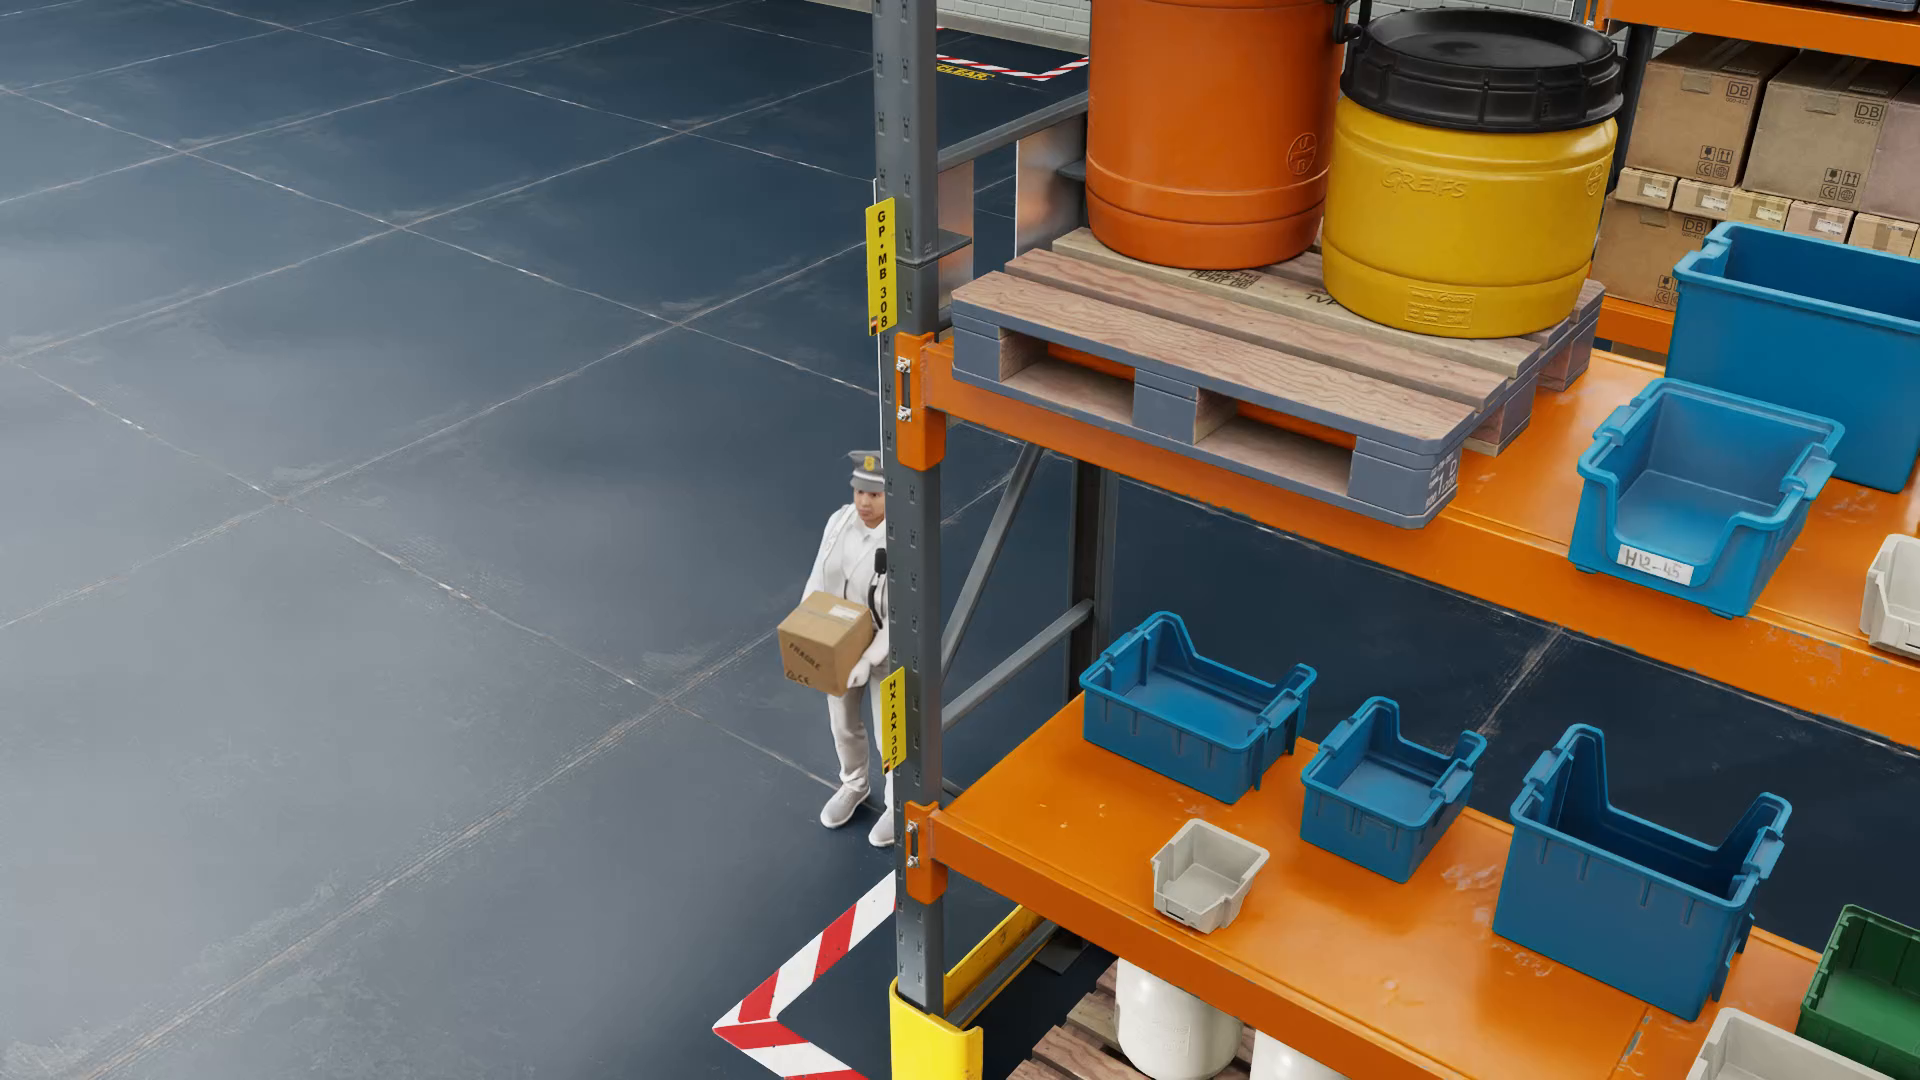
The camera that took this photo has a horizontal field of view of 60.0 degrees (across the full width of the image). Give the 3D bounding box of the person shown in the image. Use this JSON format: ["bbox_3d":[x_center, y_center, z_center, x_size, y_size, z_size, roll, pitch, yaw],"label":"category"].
[{"bbox_3d":[-0.354,0.428,6.387,0.481,1.699,0.549,10,32,16],"label":"person"}]
